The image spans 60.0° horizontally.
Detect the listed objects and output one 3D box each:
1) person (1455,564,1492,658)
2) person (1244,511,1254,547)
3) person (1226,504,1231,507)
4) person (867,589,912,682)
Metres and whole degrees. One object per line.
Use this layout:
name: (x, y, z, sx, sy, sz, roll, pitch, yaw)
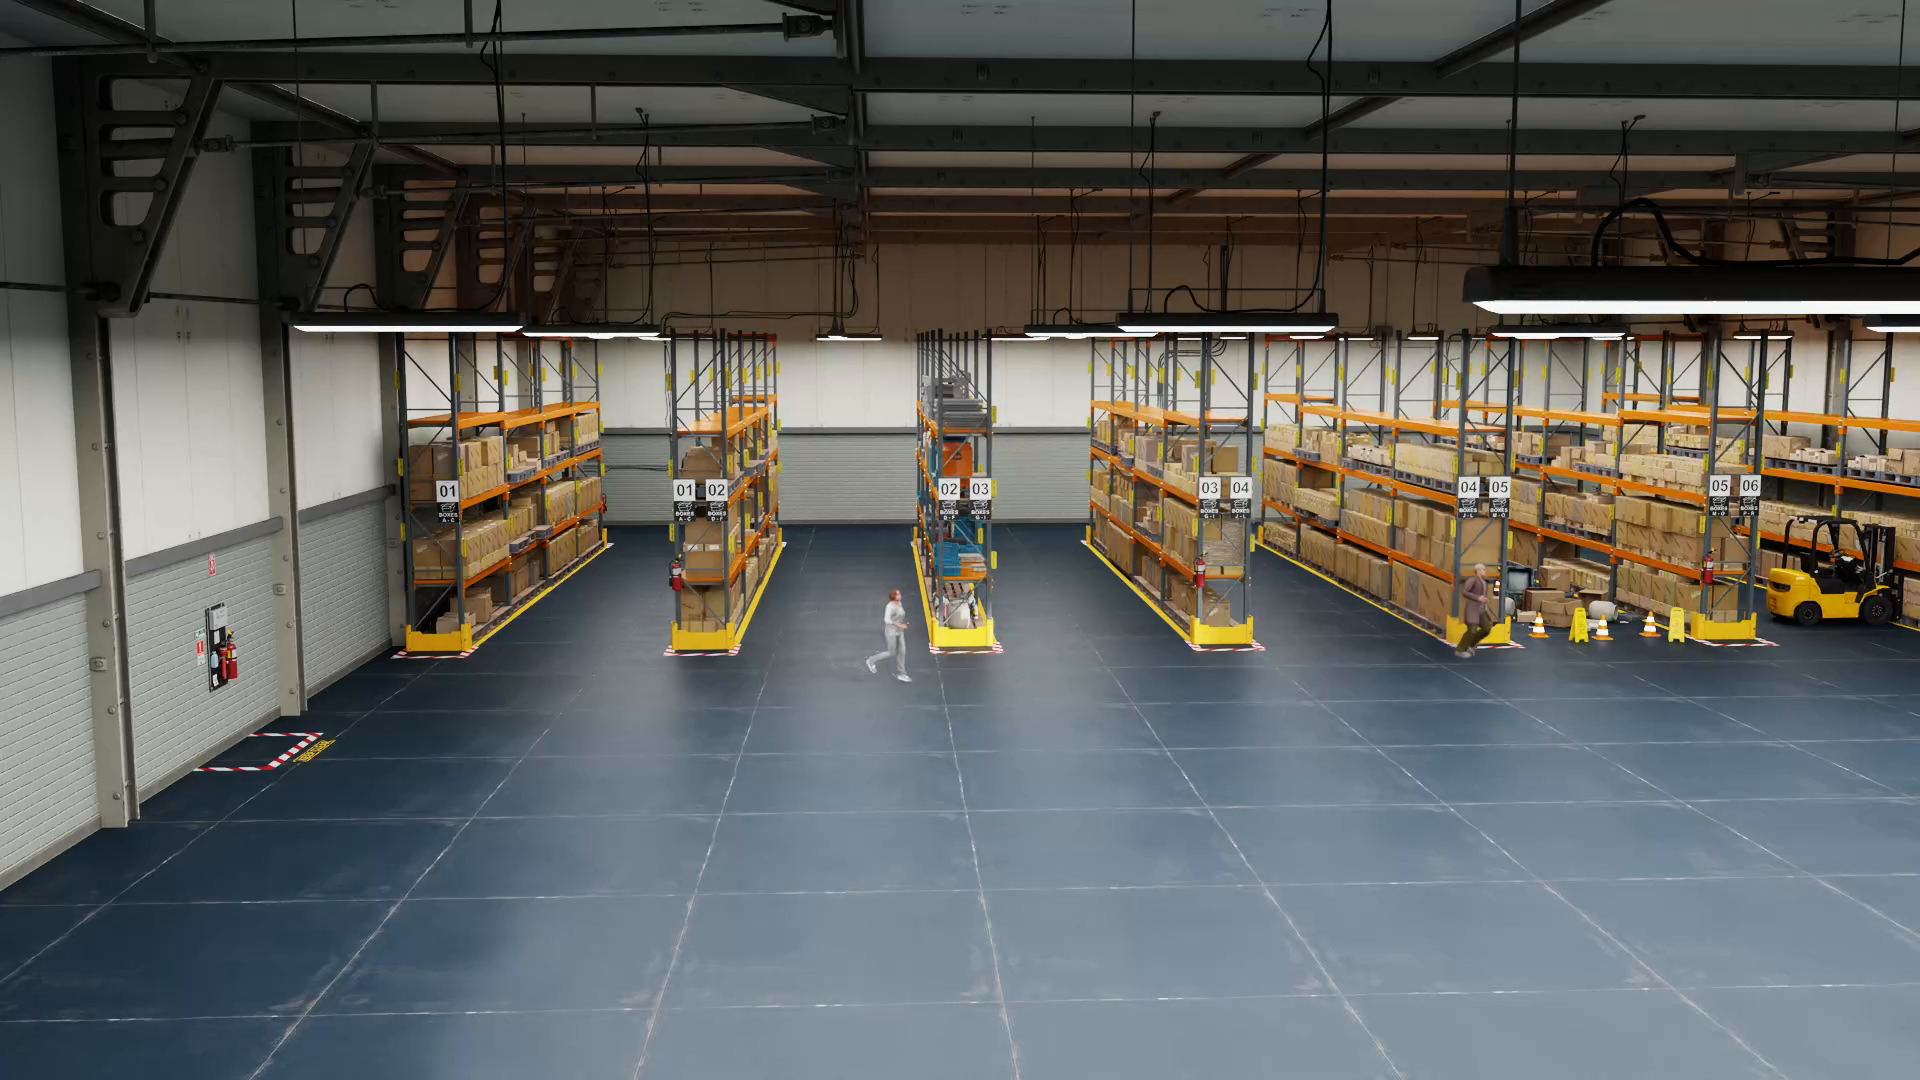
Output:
person: (9.495, 1.292, 30.430, 0.714, 1.715, 0.632, -5, 8, -35)
person: (7.605, -0.285, 44.448, 0.547, 1.584, 0.759, -1, 7, -6)
person: (7.865, -0.803, 48.216, 0.550, 1.718, 0.737, -7, 9, -44)
person: (-1.175, 1.611, 28.374, 0.806, 1.595, 0.549, 3, 7, 25)
